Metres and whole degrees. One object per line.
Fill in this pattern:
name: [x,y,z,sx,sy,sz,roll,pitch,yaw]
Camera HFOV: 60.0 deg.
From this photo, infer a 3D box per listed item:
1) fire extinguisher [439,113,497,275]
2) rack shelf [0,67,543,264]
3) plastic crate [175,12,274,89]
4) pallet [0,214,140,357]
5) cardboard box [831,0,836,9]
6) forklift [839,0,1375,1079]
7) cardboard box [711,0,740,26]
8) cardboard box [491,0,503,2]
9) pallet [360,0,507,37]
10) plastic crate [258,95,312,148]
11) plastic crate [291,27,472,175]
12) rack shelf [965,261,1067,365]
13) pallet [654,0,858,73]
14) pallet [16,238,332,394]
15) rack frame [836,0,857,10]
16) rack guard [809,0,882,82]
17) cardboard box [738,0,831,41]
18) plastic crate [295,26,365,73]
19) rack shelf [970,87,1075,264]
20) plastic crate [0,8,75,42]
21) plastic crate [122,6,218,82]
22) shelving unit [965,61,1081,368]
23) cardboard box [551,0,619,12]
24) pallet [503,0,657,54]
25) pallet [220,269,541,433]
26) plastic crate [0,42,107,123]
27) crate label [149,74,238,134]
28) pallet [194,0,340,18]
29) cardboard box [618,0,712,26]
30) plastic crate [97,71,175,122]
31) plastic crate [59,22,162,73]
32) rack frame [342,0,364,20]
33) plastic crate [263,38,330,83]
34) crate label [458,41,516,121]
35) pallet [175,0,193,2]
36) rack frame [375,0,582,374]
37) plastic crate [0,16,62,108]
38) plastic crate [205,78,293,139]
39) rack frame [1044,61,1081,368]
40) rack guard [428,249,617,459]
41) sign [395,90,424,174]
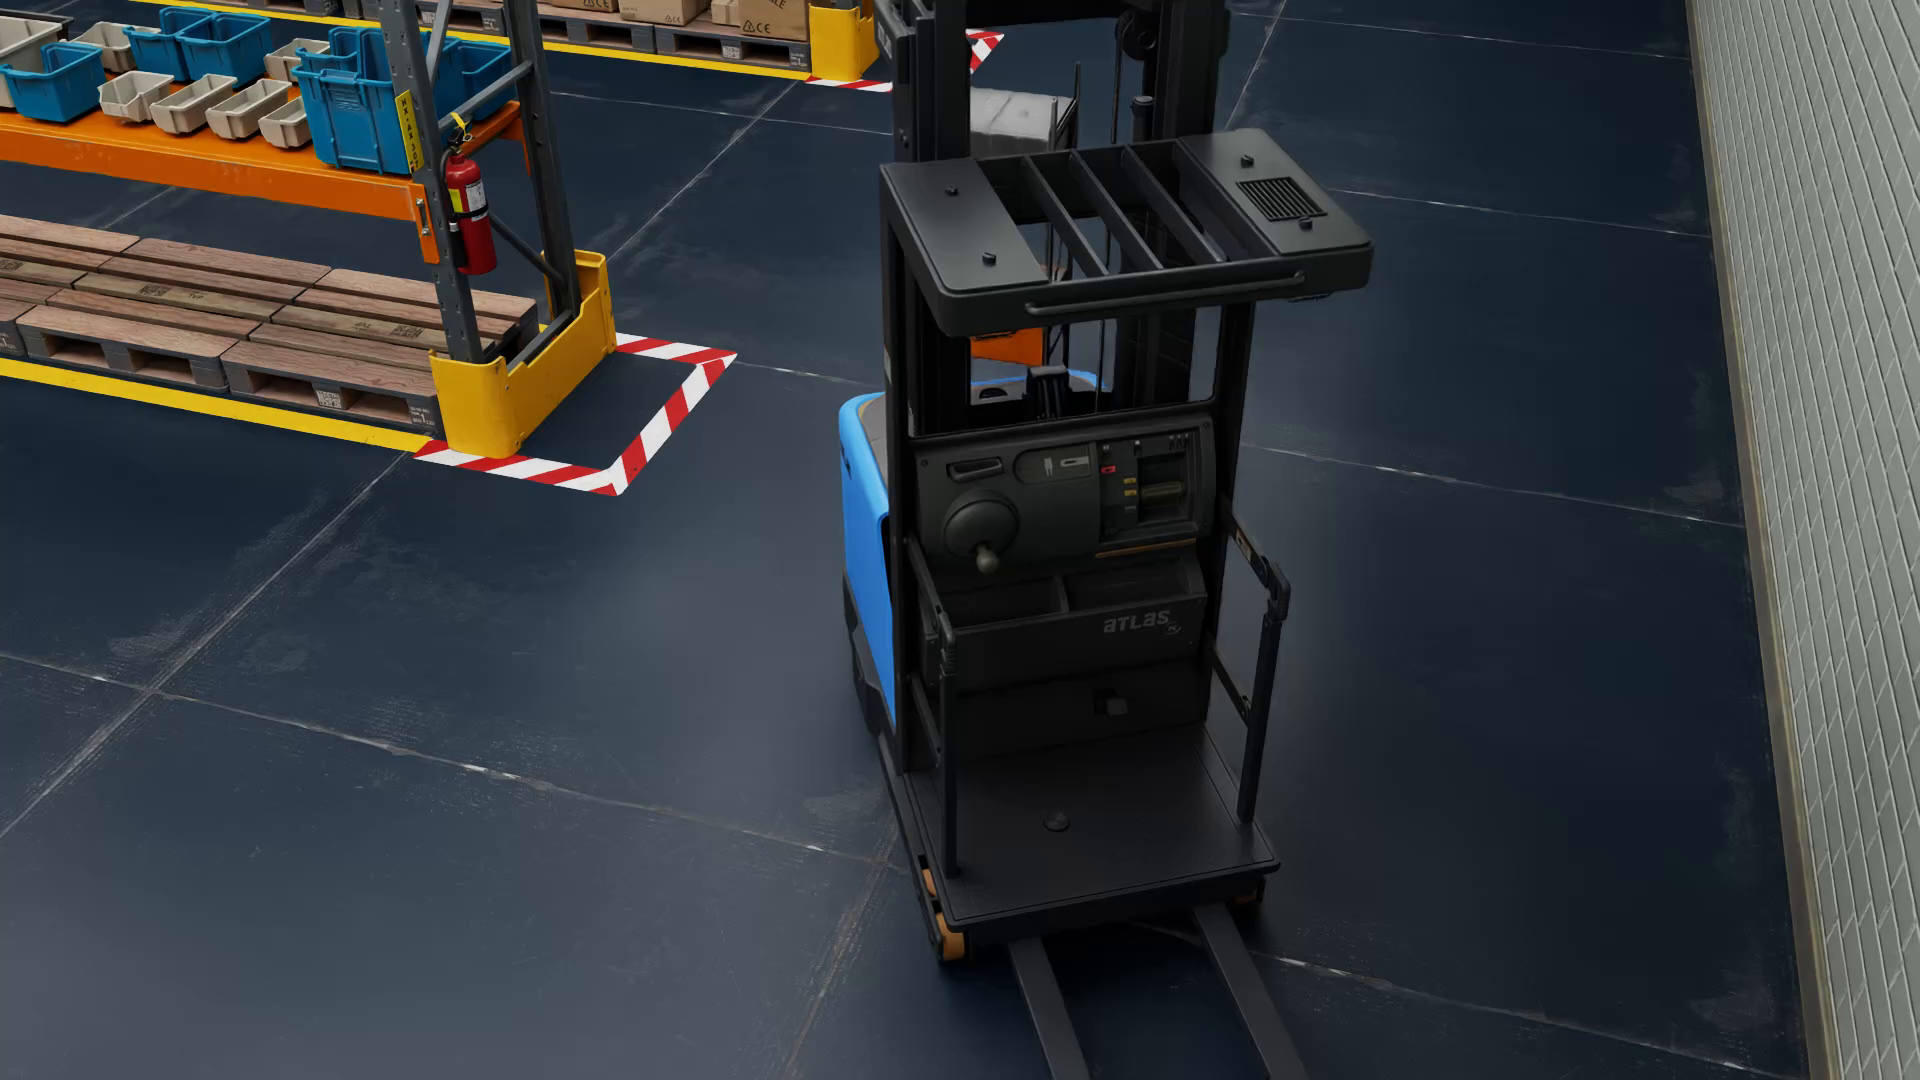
fire extinguisher: [-2.116,-1.469,7.095,0.183,0.674,0.296,10,38,14]
rack shelf: [-4.033,-1.997,8.040,4.000,0.370,1.077,10,38,14]
plastic crate: [-3.518,-2.353,8.007,0.300,0.233,0.416,10,38,14]
pallet: [-5.229,-1.410,8.987,1.213,0.211,1.003,10,38,14]
cardboard box: [-0.941,-4.033,12.233,0.250,0.149,0.380,10,38,14]
forklift: [0.382,-0.068,4.870,1.130,2.935,3.031,-8,37,-11]
cardboard box: [-1.596,-3.851,11.971,0.250,0.166,0.380,10,38,14]
cardboard box: [-3.297,-4.135,12.357,0.250,0.166,0.380,10,38,14]
pallet: [-3.806,-4.198,12.775,1.213,0.211,1.003,10,38,14]
plastic crate: [-2.956,-1.893,7.464,0.243,0.136,0.396,10,38,14]
plastic crate: [-2.499,-1.926,7.255,0.499,0.435,0.616,10,38,14]
rack shelf: [0.146,-0.821,6.616,0.480,0.518,0.431,10,37,13]
pallet: [-1.477,-3.766,12.189,1.213,0.211,1.003,10,38,14]
pallet: [-4.060,-1.195,8.696,1.213,0.211,1.003,10,38,14]
rack frame: [-0.643,-4.736,11.154,0.127,3.000,1.000,10,38,14]
rack guard: [-0.716,-3.742,11.913,0.348,0.500,1.175,10,38,14]
cardboard box: [-1.236,-3.863,11.705,0.500,0.500,0.500,10,38,14]
plastic crate: [-2.890,-2.237,7.849,0.300,0.233,0.416,10,38,14]
rack shelf: [0.146,-1.384,6.202,0.480,0.518,0.431,10,37,13]
plastic crate: [-4.794,-2.508,8.309,0.590,0.125,0.437,10,38,14]
plastic crate: [-3.805,-2.406,8.079,0.300,0.233,0.416,10,38,14]
shelving unit: [0.146,-0.832,6.608,0.503,2.100,0.431,10,37,13]
cardboard box: [-2.667,-4.285,12.277,0.637,0.503,0.797,10,38,14]
pallet: [-2.638,-3.983,12.484,1.213,0.211,1.003,10,38,14]
pallet: [-2.900,-0.978,8.401,1.213,0.211,1.003,10,38,14]
plastic crate: [-4.161,-2.108,7.675,0.300,0.233,0.416,10,38,14]
crate label: [-3.502,-1.988,7.593,0.243,0.136,0.396,10,38,14]
pallet: [-5.249,-4.442,13.107,1.213,0.211,1.003,10,38,14]
cardboard box: [-2.134,-3.947,12.031,0.500,0.250,0.500,10,38,14]
plastic crate: [-3.790,-2.030,7.649,0.250,0.136,0.298,10,38,14]
plastic crate: [-4.190,-2.421,8.181,0.466,0.136,0.293,10,38,14]
rack frame: [-4.461,-5.443,12.114,0.127,3.000,1.000,10,38,14]
plastic crate: [-3.190,-2.305,8.023,0.298,0.136,0.250,10,38,14]
crate label: [-2.261,-2.120,7.691,0.303,0.233,0.416,10,38,14]
pallet: [-6.417,-4.656,13.399,1.213,0.211,1.003,10,38,14]
rack frame: [-2.124,-1.934,7.347,0.127,3.000,1.000,10,38,14]
plastic crate: [-4.539,-2.243,7.816,0.530,0.282,0.437,10,38,14]
plastic crate: [-3.229,-1.953,7.544,0.243,0.136,0.396,10,38,14]
rack frame: [0.381,-0.791,6.554,0.015,2.100,0.400,10,37,13]
rack guard: [-2.097,-0.930,8.092,0.348,0.500,1.175,10,38,14]
sign: [-2.273,-1.685,6.872,0.005,0.325,0.100,10,38,14]
